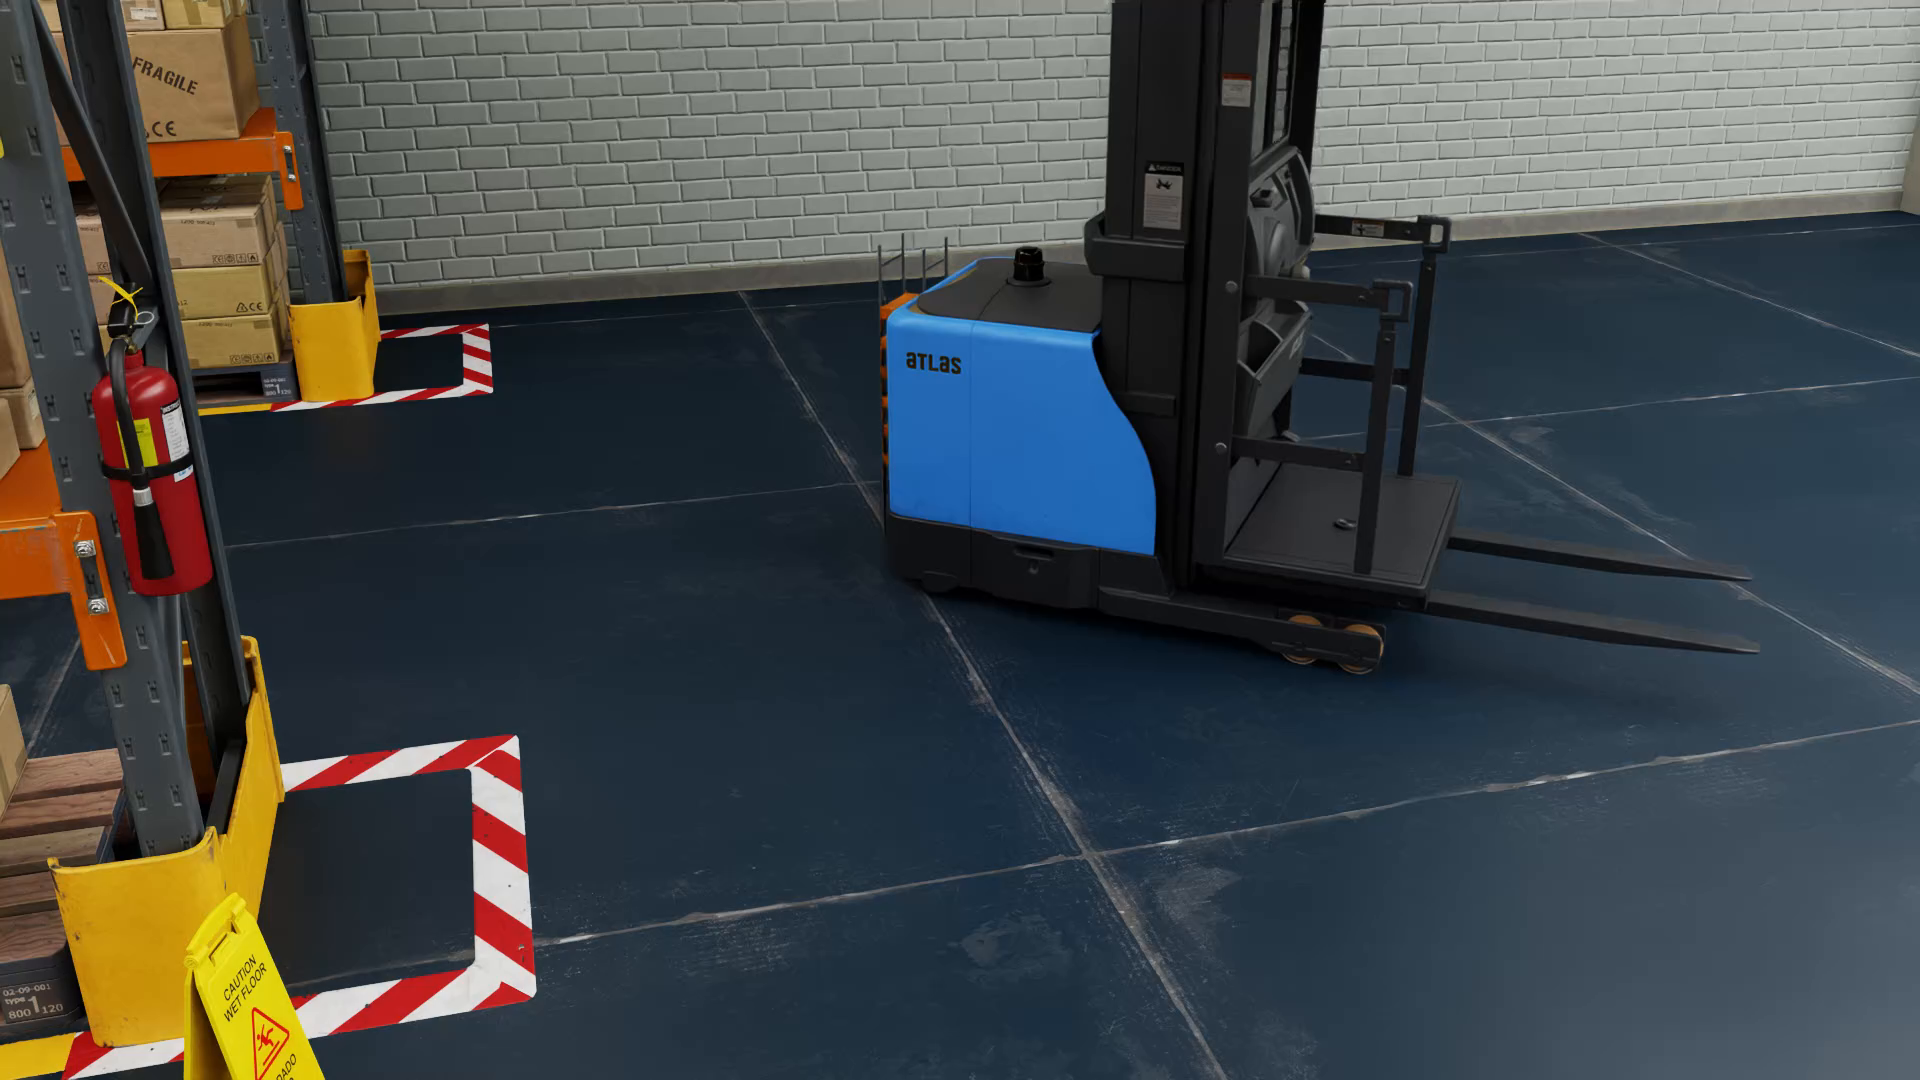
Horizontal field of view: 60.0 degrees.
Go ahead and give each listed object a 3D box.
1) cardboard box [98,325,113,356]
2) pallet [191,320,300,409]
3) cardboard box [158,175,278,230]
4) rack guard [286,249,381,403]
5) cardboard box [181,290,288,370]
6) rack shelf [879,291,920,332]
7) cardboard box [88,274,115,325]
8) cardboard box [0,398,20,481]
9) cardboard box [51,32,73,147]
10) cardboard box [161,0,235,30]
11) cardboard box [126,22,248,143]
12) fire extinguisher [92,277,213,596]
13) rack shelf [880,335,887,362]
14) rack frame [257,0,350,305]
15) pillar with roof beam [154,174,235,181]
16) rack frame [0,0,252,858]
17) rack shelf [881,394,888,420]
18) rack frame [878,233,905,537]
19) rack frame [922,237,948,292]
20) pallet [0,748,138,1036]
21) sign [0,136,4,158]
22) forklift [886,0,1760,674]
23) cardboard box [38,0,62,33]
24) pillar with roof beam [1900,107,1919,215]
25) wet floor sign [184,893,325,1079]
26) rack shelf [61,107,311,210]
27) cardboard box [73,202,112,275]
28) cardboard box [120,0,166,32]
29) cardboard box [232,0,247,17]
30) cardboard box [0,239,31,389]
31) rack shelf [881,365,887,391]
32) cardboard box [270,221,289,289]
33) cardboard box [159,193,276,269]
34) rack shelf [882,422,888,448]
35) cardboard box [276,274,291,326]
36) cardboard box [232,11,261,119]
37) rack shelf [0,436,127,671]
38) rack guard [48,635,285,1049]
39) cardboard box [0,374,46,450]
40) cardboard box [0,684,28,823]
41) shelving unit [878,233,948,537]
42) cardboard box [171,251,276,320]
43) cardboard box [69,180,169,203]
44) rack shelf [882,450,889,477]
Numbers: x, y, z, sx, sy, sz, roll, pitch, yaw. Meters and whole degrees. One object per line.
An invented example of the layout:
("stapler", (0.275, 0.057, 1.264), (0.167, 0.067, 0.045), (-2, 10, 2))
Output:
("cardboard box", (-4.171, -1.009, 8.253), (0.500, 0.250, 0.500), (-6, 24, -14))
("pallet", (-4.048, -0.921, 8.628), (1.213, 0.211, 1.003), (-6, 24, -14))
("cardboard box", (-3.837, -1.709, 8.615), (0.500, 0.250, 0.500), (-7, 24, -15))
("rack guard", (-3.300, -1.153, 8.804), (0.348, 0.500, 1.175), (-6, 24, -14))
("cardboard box", (-3.690, -1.059, 8.368), (0.500, 0.250, 0.500), (-6, 24, -14))
("rack shelf", (-0.179, -0.885, 6.491), (0.180, 0.103, 0.258), (9, 25, 20))
("cardboard box", (-4.193, -1.239, 8.153), (0.500, 0.250, 0.500), (-7, 24, -15))
("cardboard box", (-2.281, -0.179, 3.681), (0.250, 0.149, 0.380), (-5, 24, -13))
("cardboard box", (-4.228, -2.142, 7.810), (0.500, 0.500, 0.500), (-6, 24, -13))
("cardboard box", (-3.581, -2.500, 7.823), (0.250, 0.149, 0.380), (-6, 24, -14))
("cardboard box", (-3.726, -2.193, 7.931), (0.500, 0.500, 0.500), (-7, 24, -16))
("fire extinguisher", (-1.744, -0.217, 3.550), (0.183, 0.674, 0.296), (-6, 24, -14))
("rack shelf", (-0.179, -0.775, 6.538), (0.180, 0.103, 0.258), (9, 25, 20))
("rack frame", (-3.323, -2.299, 8.305), (0.127, 3.000, 1.000), (-6, 24, -14))
("pillar with roof beam", (-3.074, -3.690, 3.938), (0.400, 9.000, 9.100), (-6, 24, -14))
("rack frame", (-1.978, -0.415, 3.914), (0.127, 3.000, 1.000), (-6, 24, -14))
("rack shelf", (-0.179, -0.554, 6.633), (0.180, 0.103, 0.258), (9, 25, 20))
("rack frame", (-0.264, -0.609, 6.647), (0.006, 1.200, 0.240), (9, 25, 20))
("rack frame", (-0.094, -0.581, 6.583), (0.006, 1.200, 0.240), (9, 25, 20))
("pallet", (-2.843, 0.947, 4.275), (1.213, 0.211, 1.003), (-6, 24, -14))
("sign", (-1.848, -0.880, 3.127), (0.005, 0.325, 0.100), (-6, 24, -14))
("forklift", (1.290, -1.126, 5.658), (3.031, 2.935, 1.130), (9, 25, 20))
("cardboard box", (-4.085, -2.457, 7.723), (0.250, 0.149, 0.380), (-6, 24, -13))
("pillar with roof beam", (8.480, -4.968, 6.916), (0.400, 9.000, 9.100), (-6, 24, -14))
("wet floor sign", (-1.506, 1.053, 3.479), (0.232, 0.644, 0.267), (2, 23, 4))
("rack shelf", (-5.248, -1.756, 7.950), (4.000, 0.370, 1.077), (-6, 24, -14))
("cardboard box", (-4.172, -1.464, 8.045), (0.500, 0.250, 0.500), (-6, 24, -13))
("cardboard box", (-3.819, -2.462, 7.734), (0.250, 0.149, 0.380), (-6, 24, -14))
("cardboard box", (-3.719, -2.706, 8.303), (0.250, 0.149, 0.380), (-7, 24, -16))
("cardboard box", (-2.509, -0.653, 3.963), (0.500, 0.500, 0.500), (-7, 24, -15))
("rack shelf", (-0.179, -0.664, 6.585), (0.180, 0.103, 0.258), (9, 25, 20))
("cardboard box", (-3.832, -1.487, 8.733), (0.500, 0.250, 0.500), (-6, 24, -13))
("cardboard box", (-3.682, -1.521, 8.177), (0.500, 0.250, 0.500), (-5, 24, -13))
("rack shelf", (-0.179, -0.444, 6.680), (0.180, 0.103, 0.258), (9, 25, 20))
("cardboard box", (-3.849, -1.251, 8.815), (0.500, 0.250, 0.500), (-6, 24, -14))
("cardboard box", (-3.875, -2.398, 8.408), (0.500, 0.500, 0.500), (-6, 24, -13))
("rack shelf", (-3.904, 0.128, 3.559), (4.000, 0.370, 1.077), (-6, 24, -14))
("rack guard", (-2.052, 0.741, 4.388), (0.348, 0.500, 1.175), (-6, 24, -14))
("cardboard box", (-2.361, -0.342, 4.062), (0.250, 0.149, 0.380), (-6, 24, -14))
("cardboard box", (-2.830, 0.636, 4.418), (0.500, 0.250, 0.500), (-7, 24, -15))
("shelving unit", (-0.179, -0.595, 6.615), (0.189, 1.200, 0.258), (9, 25, 20))
("cardboard box", (-3.707, -1.288, 8.268), (0.500, 0.250, 0.500), (-7, 24, -15))
("cardboard box", (-4.317, -1.654, 8.488), (0.500, 0.250, 0.500), (-6, 24, -14))
("rack shelf", (-0.179, -0.334, 6.727), (0.180, 0.103, 0.258), (9, 25, 20))
